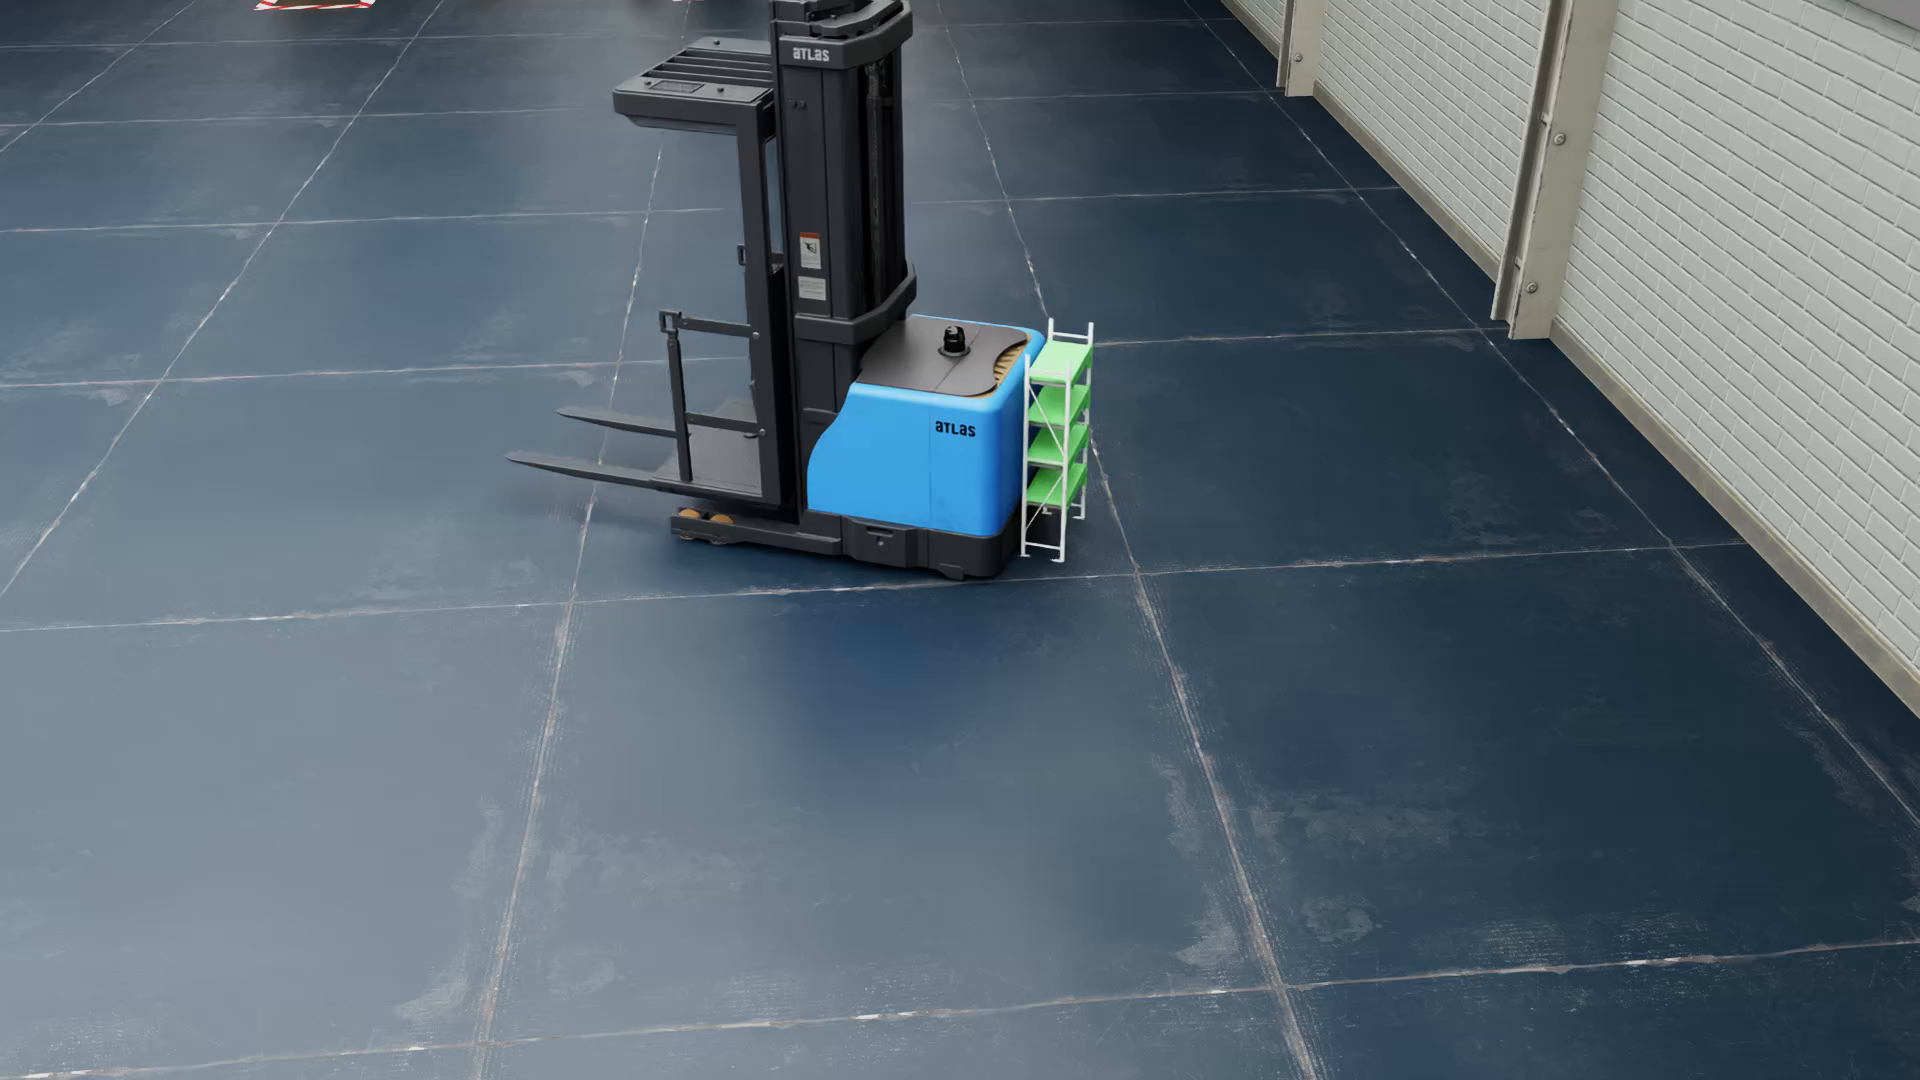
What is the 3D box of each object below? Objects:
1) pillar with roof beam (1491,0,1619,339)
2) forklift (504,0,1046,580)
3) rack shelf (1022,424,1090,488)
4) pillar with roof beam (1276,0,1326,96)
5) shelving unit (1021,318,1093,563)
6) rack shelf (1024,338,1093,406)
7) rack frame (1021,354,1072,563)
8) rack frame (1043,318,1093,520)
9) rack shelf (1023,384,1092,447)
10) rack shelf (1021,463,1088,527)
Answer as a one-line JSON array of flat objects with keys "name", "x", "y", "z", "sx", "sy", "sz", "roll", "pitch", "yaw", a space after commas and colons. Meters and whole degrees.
[{"name": "pillar with roof beam", "x": -0.311, "y": -5.164, "z": 9.120, "sx": 9.100, "sy": 9.000, "sz": 0.400, "roll": -3, "pitch": 31, "yaw": -5}, {"name": "forklift", "x": -1.094, "y": -1.476, "z": 8.864, "sx": 3.031, "sy": 2.935, "sz": 1.130, "roll": 9, "pitch": 32, "yaw": 15}, {"name": "rack shelf", "x": 0.521, "y": -0.477, "z": 9.003, "sx": 0.258, "sy": 0.148, "sz": 0.480, "roll": 9, "pitch": 32, "yaw": 14}, {"name": "pillar with roof beam", "x": -0.872, "y": -8.227, "z": 14.249, "sx": 9.100, "sy": 9.000, "sz": 0.400, "roll": -3, "pitch": 31, "yaw": -5}, {"name": "shelving unit", "x": 0.521, "y": -0.532, "z": 8.970, "sx": 0.258, "sy": 1.200, "sz": 0.503, "roll": 9, "pitch": 32, "yaw": 14}, {"name": "rack shelf", "x": 0.521, "y": -0.889, "z": 8.757, "sx": 0.258, "sy": 0.148, "sz": 0.480, "roll": 9, "pitch": 32, "yaw": 14}, {"name": "rack frame", "x": 0.450, "y": -0.412, "z": 8.769, "sx": 0.240, "sy": 1.200, "sz": 0.015, "roll": 9, "pitch": 32, "yaw": 14}, {"name": "rack frame", "x": 0.592, "y": -0.651, "z": 9.170, "sx": 0.240, "sy": 1.200, "sz": 0.015, "roll": 9, "pitch": 32, "yaw": 14}, {"name": "rack shelf", "x": 0.521, "y": -0.683, "z": 8.880, "sx": 0.258, "sy": 0.148, "sz": 0.480, "roll": 9, "pitch": 32, "yaw": 14}, {"name": "rack shelf", "x": 0.521, "y": -0.271, "z": 9.126, "sx": 0.258, "sy": 0.148, "sz": 0.480, "roll": 9, "pitch": 32, "yaw": 14}]
